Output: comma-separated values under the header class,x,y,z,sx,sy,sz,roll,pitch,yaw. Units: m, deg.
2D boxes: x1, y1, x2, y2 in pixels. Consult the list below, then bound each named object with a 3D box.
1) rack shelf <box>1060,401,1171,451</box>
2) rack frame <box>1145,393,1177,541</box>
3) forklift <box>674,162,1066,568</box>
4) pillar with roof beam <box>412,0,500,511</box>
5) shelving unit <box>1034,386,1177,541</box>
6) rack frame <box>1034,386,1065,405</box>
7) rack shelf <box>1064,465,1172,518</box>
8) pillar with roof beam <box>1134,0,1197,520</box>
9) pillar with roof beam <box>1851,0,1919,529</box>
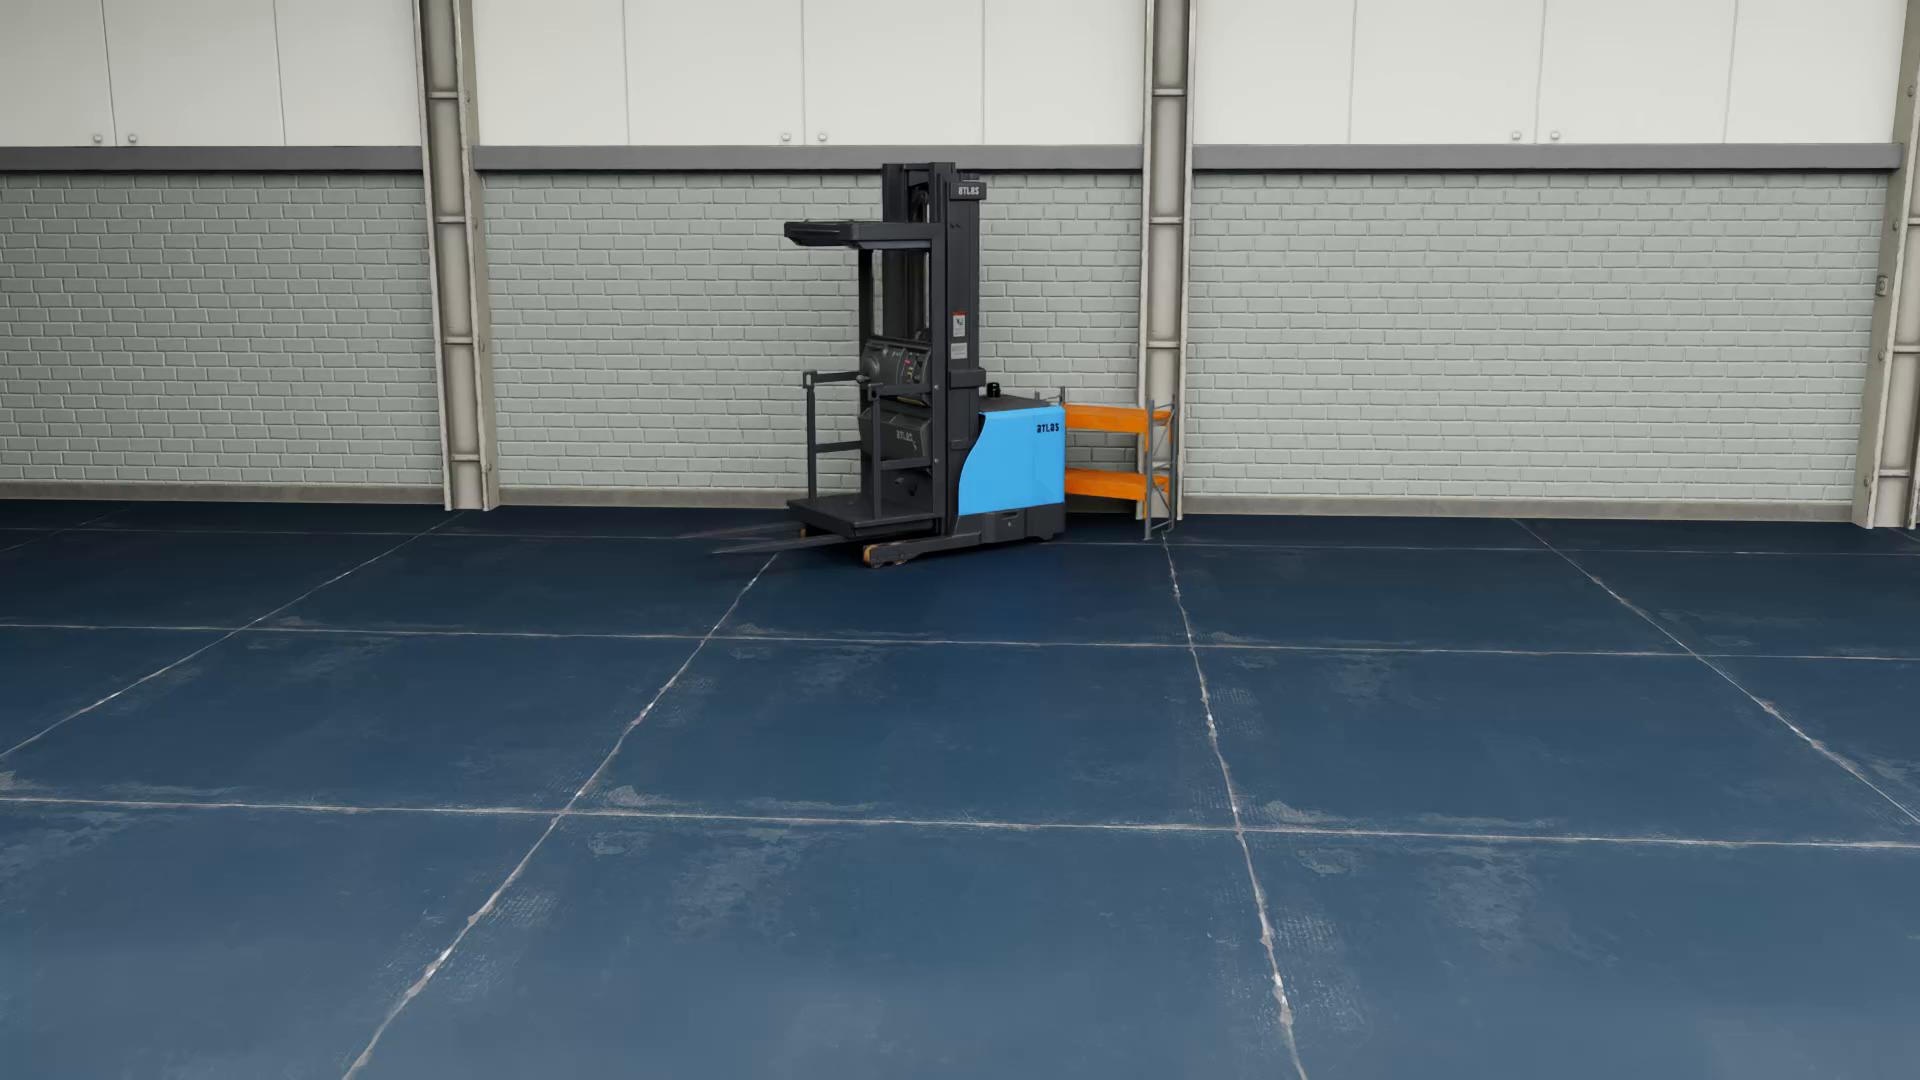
class,x,y,z,sx,sy,sz,roll,pitch,yaw
rack shelf,1.180,-0.932,13.546,1.000,0.278,0.538,7,14,30
rack frame,1.616,-0.592,13.350,0.032,1.125,0.500,7,14,30
forklift,-0.666,-1.353,12.579,3.031,2.935,1.130,-8,14,-33
pillar with roof beam,-4.577,-3.813,9.517,0.400,9.000,9.100,1,12,4
shelving unit,1.180,-0.645,13.606,1.048,1.125,0.538,7,14,30
rack frame,0.744,-0.699,13.862,0.032,1.125,0.500,7,14,30
rack shelf,1.180,-0.406,13.656,1.000,0.278,0.538,7,14,30
pillar with roof beam,1.410,-3.731,9.125,0.400,9.000,9.100,1,12,4
pillar with roof beam,7.397,-3.649,8.732,0.400,9.000,9.100,1,12,4
